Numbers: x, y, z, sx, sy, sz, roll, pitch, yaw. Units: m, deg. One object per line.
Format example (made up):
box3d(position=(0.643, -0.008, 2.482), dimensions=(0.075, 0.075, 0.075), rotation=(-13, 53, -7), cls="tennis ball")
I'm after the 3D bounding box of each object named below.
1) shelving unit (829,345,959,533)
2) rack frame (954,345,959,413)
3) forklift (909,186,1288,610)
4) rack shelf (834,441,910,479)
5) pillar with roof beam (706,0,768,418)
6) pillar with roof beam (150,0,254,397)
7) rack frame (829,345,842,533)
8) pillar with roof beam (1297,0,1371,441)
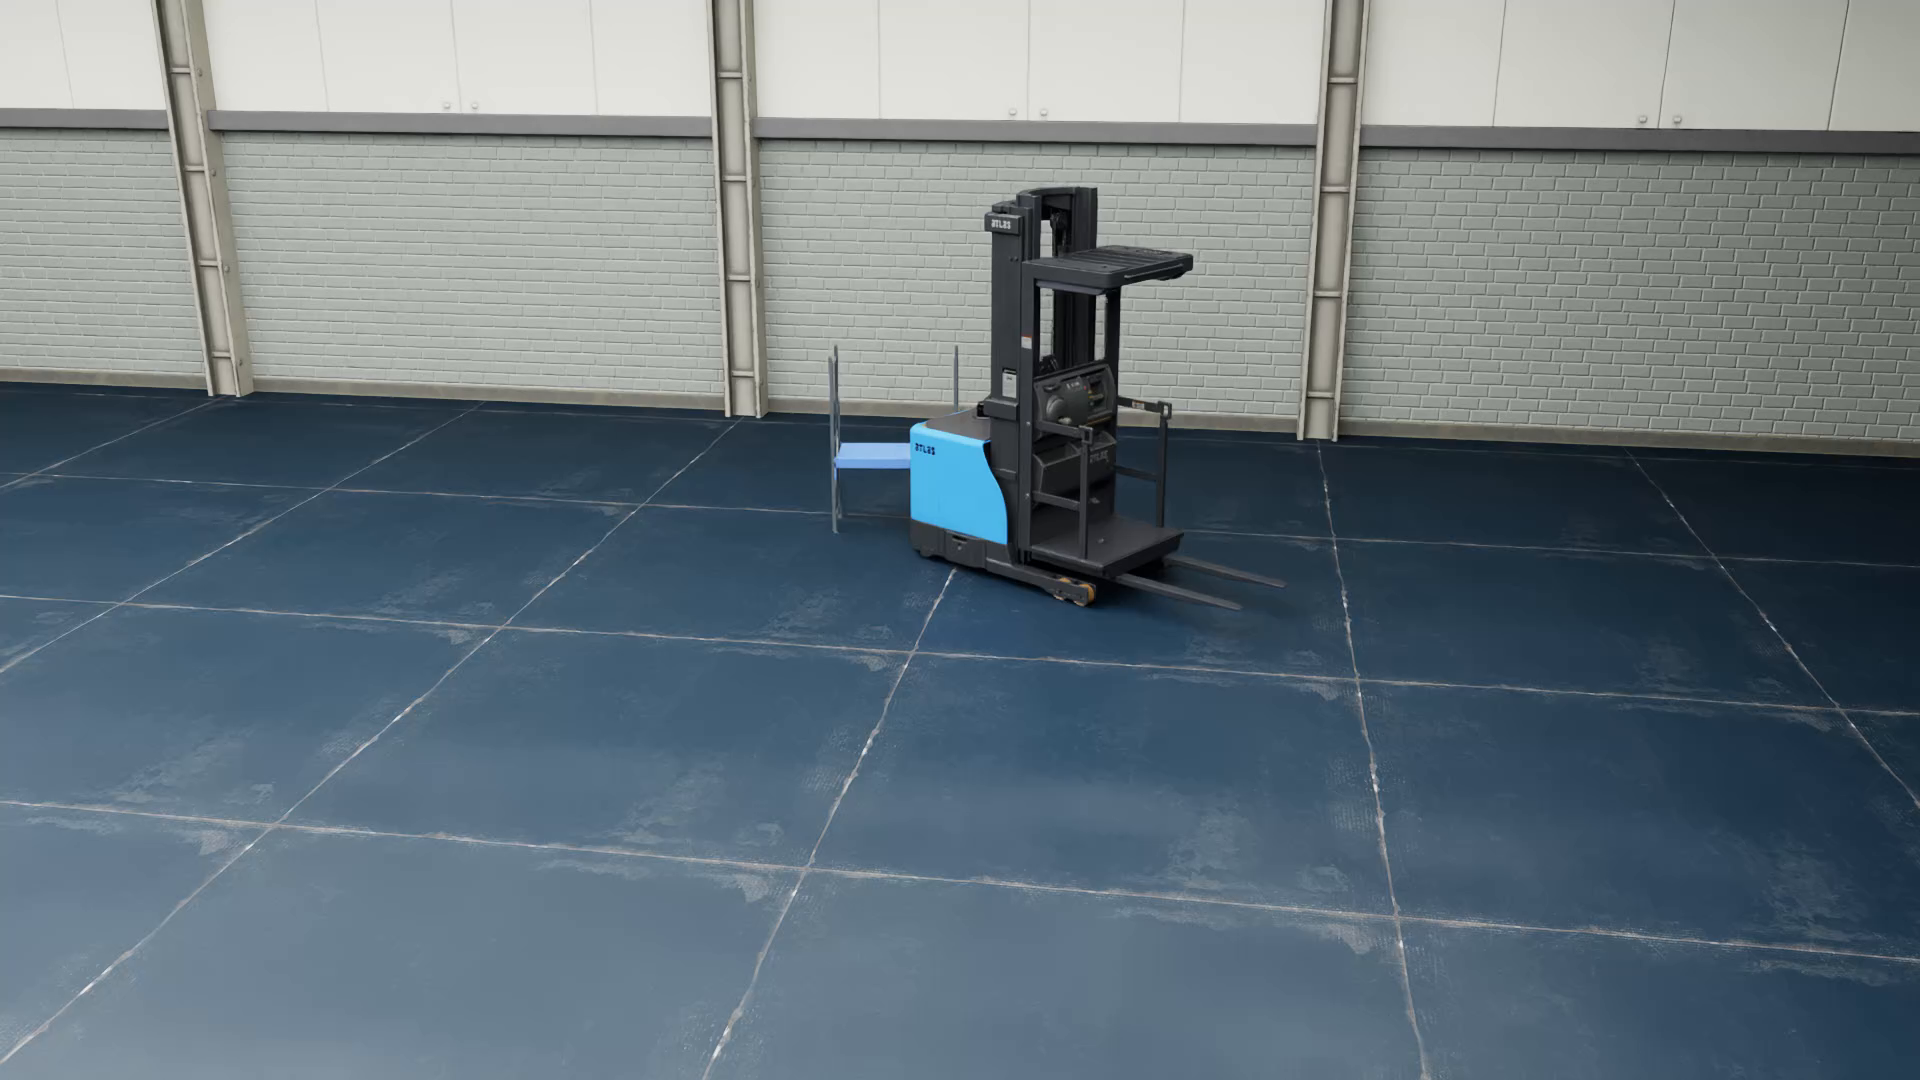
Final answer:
box3d(position=(-0.538, -0.845, 13.965), dimensions=(1.048, 1.500, 0.538), rotation=(0, 19, 1), cls="shelving unit")
box3d(position=(-0.030, -0.842, 13.957), dimensions=(0.032, 1.500, 0.500), rotation=(0, 19, 1), cls="rack frame")
box3d(position=(1.032, -1.087, 12.432), dimensions=(3.031, 2.935, 1.130), rotation=(15, 24, 39), cls="forklift")
box3d(position=(-0.538, -0.675, 14.022), dimensions=(1.000, 0.185, 0.538), rotation=(0, 19, 1), cls="rack shelf")
box3d(position=(-2.969, -4.274, 12.394), dimensions=(0.400, 9.000, 9.100), rotation=(3, 19, 9), cls="pillar with roof beam")
box3d(position=(-8.893, -4.576, 13.297), dimensions=(0.400, 9.000, 9.100), rotation=(3, 19, 9), cls="pillar with roof beam")
box3d(position=(-1.047, -0.848, 13.974), dimensions=(0.032, 1.500, 0.500), rotation=(0, 19, 1), cls="rack frame")
box3d(position=(2.955, -3.972, 11.492), dimensions=(0.400, 9.000, 9.100), rotation=(3, 19, 9), cls="pillar with roof beam")
